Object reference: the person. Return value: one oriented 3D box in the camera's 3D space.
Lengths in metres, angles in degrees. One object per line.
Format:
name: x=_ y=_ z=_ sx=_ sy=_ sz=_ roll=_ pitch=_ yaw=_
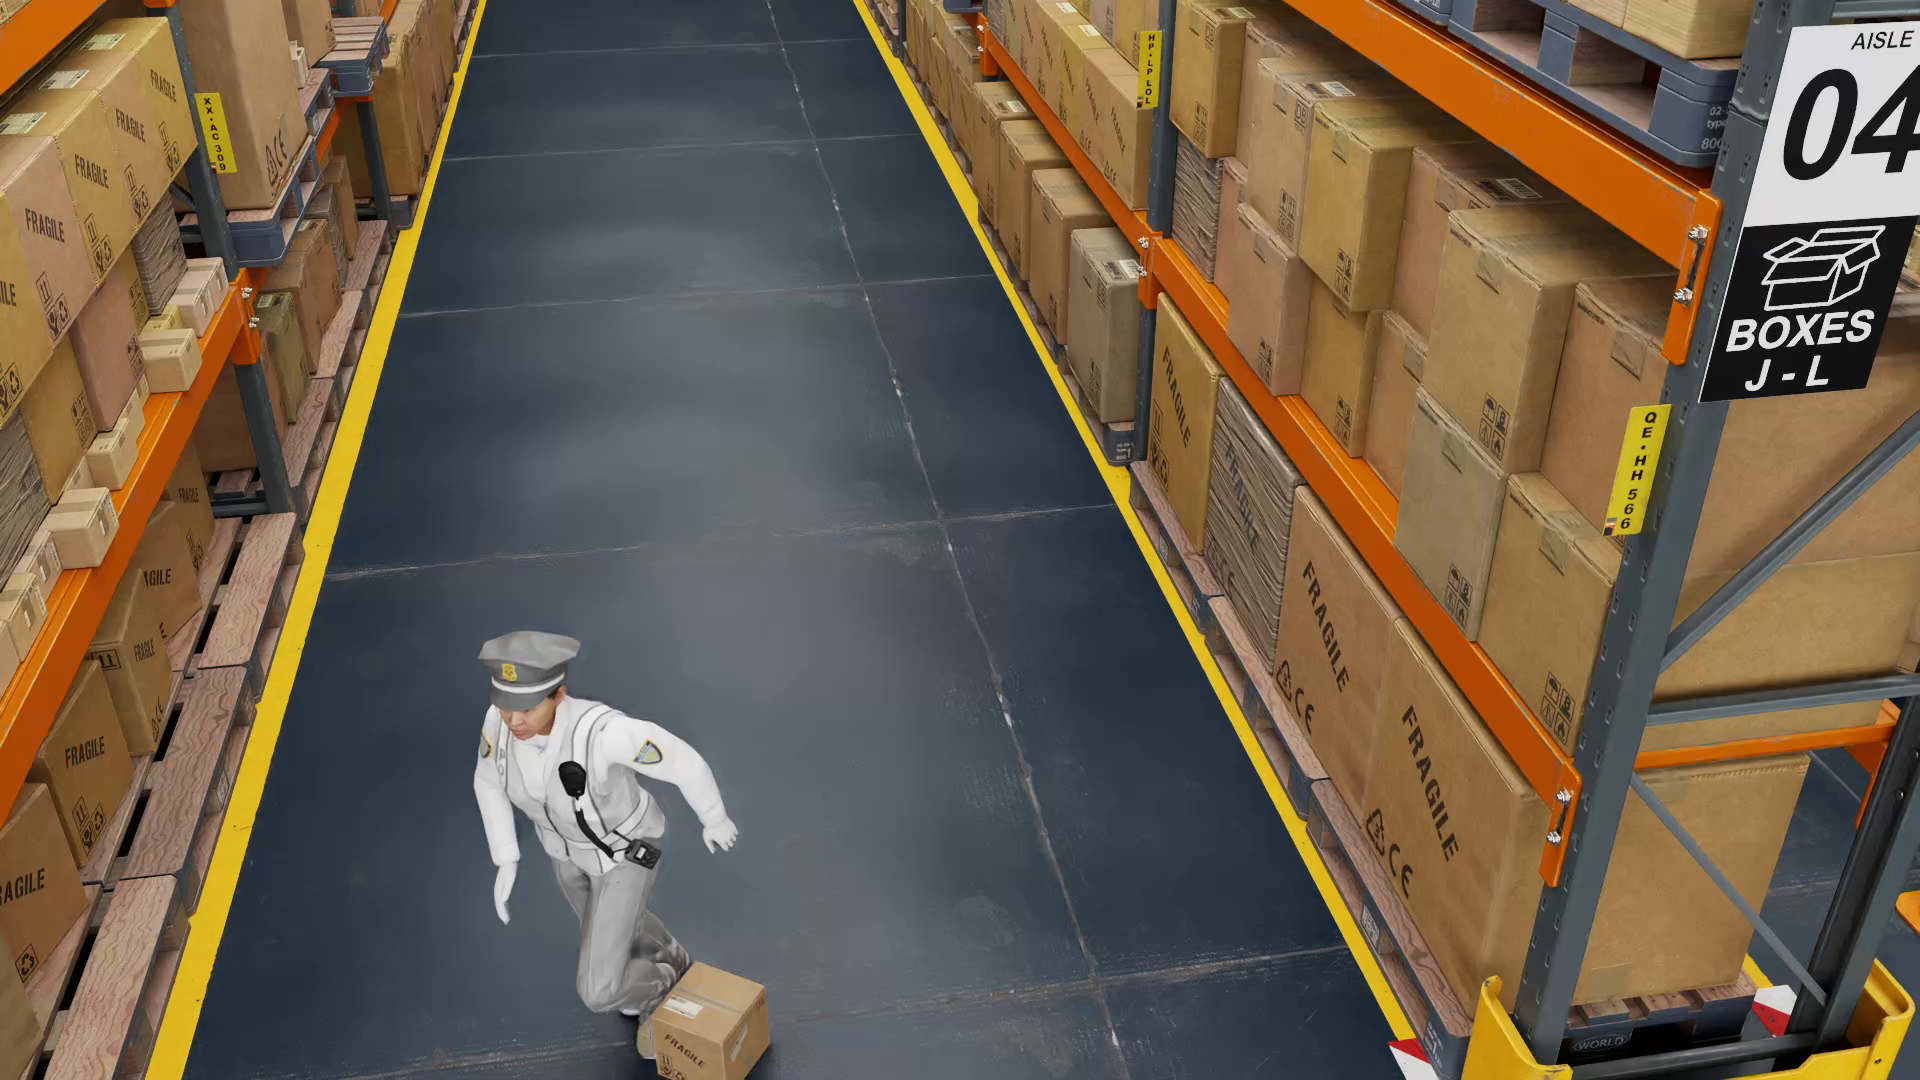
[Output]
person: x=-1.005 y=0.868 z=4.736 sx=0.627 sy=1.606 sz=0.690 roll=17 pitch=35 yaw=26
